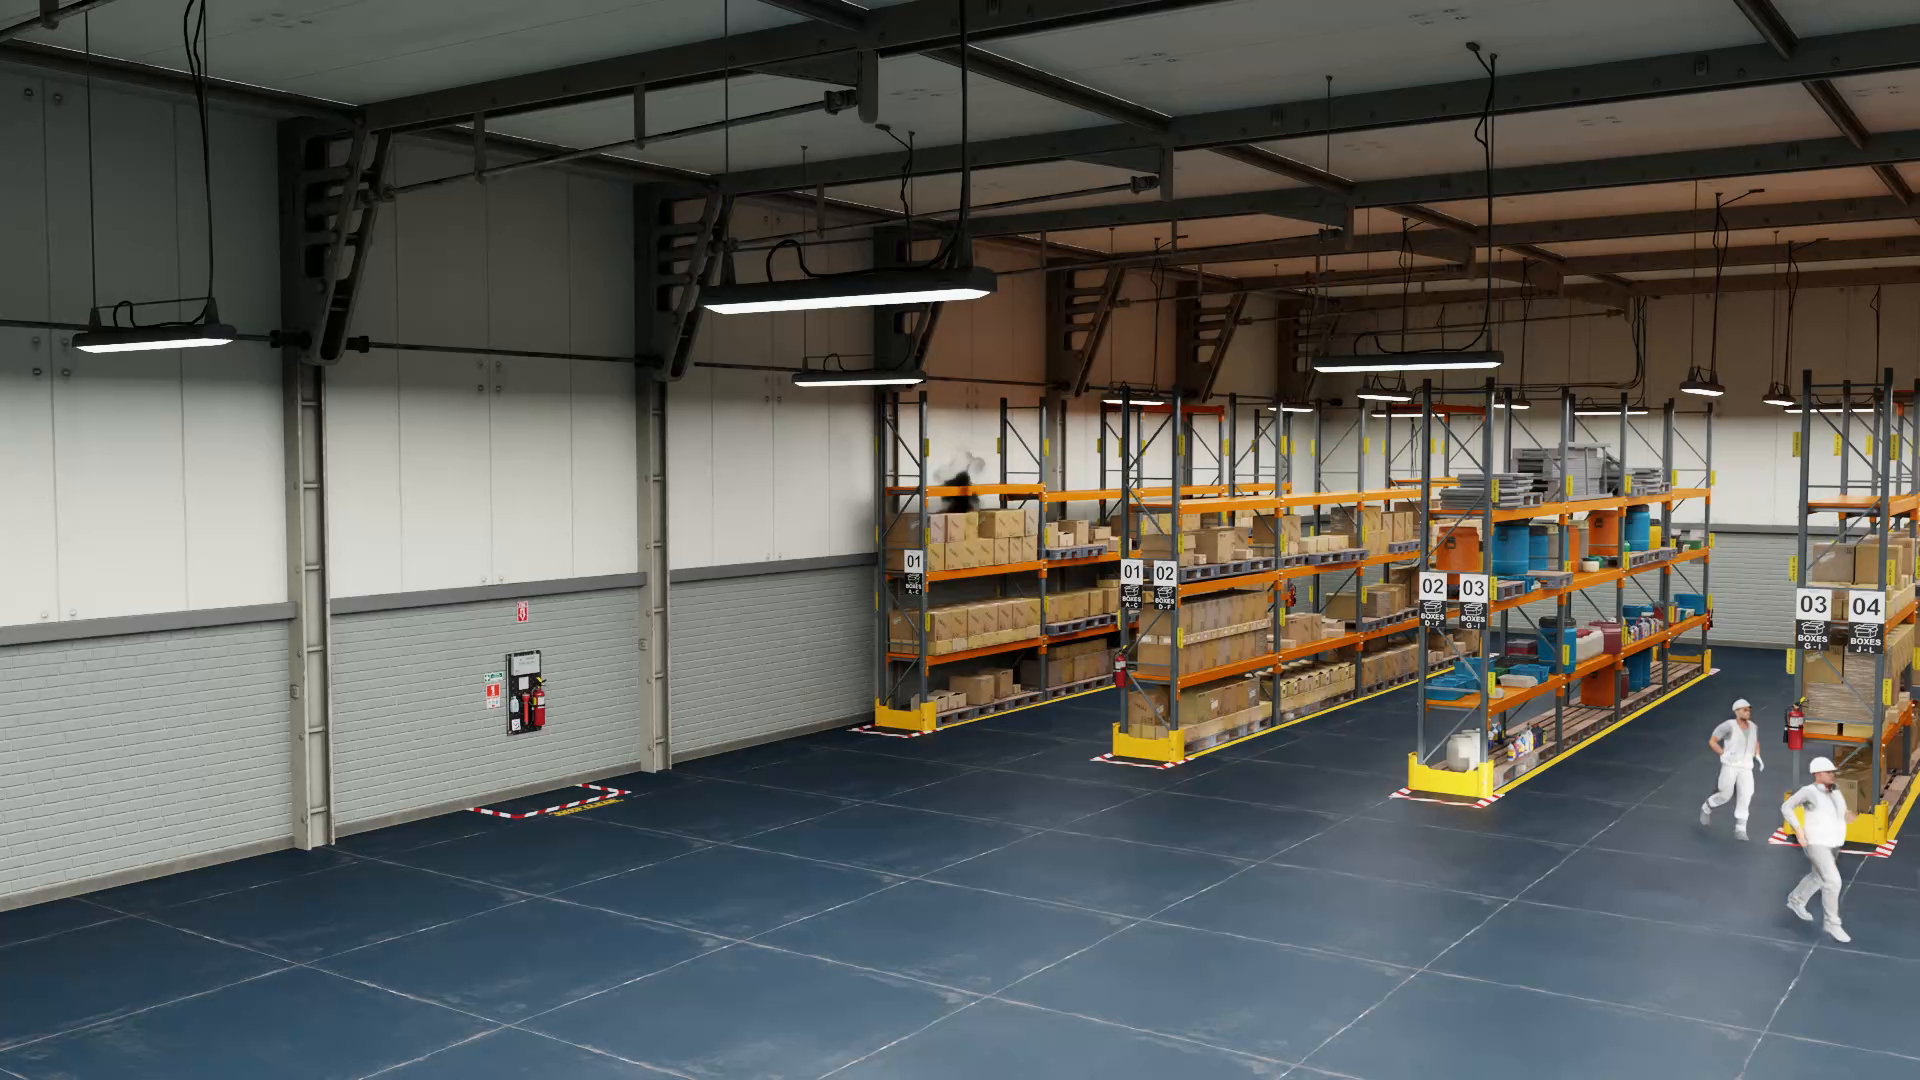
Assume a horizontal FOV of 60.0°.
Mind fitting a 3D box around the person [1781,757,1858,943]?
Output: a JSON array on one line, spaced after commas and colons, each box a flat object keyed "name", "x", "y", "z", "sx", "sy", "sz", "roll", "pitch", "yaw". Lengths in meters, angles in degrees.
[{"name": "person", "x": 8.889, "y": 3.152, "z": 17.170, "sx": 0.633, "sy": 1.822, "sz": 0.825, "roll": -2, "pitch": 4, "yaw": -28}]

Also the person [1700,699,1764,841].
[{"name": "person", "x": 10.037, "y": 2.928, "z": 21.434, "sx": 0.731, "sy": 1.757, "sz": 0.957, "roll": -1, "pitch": 3, "yaw": -10}]
